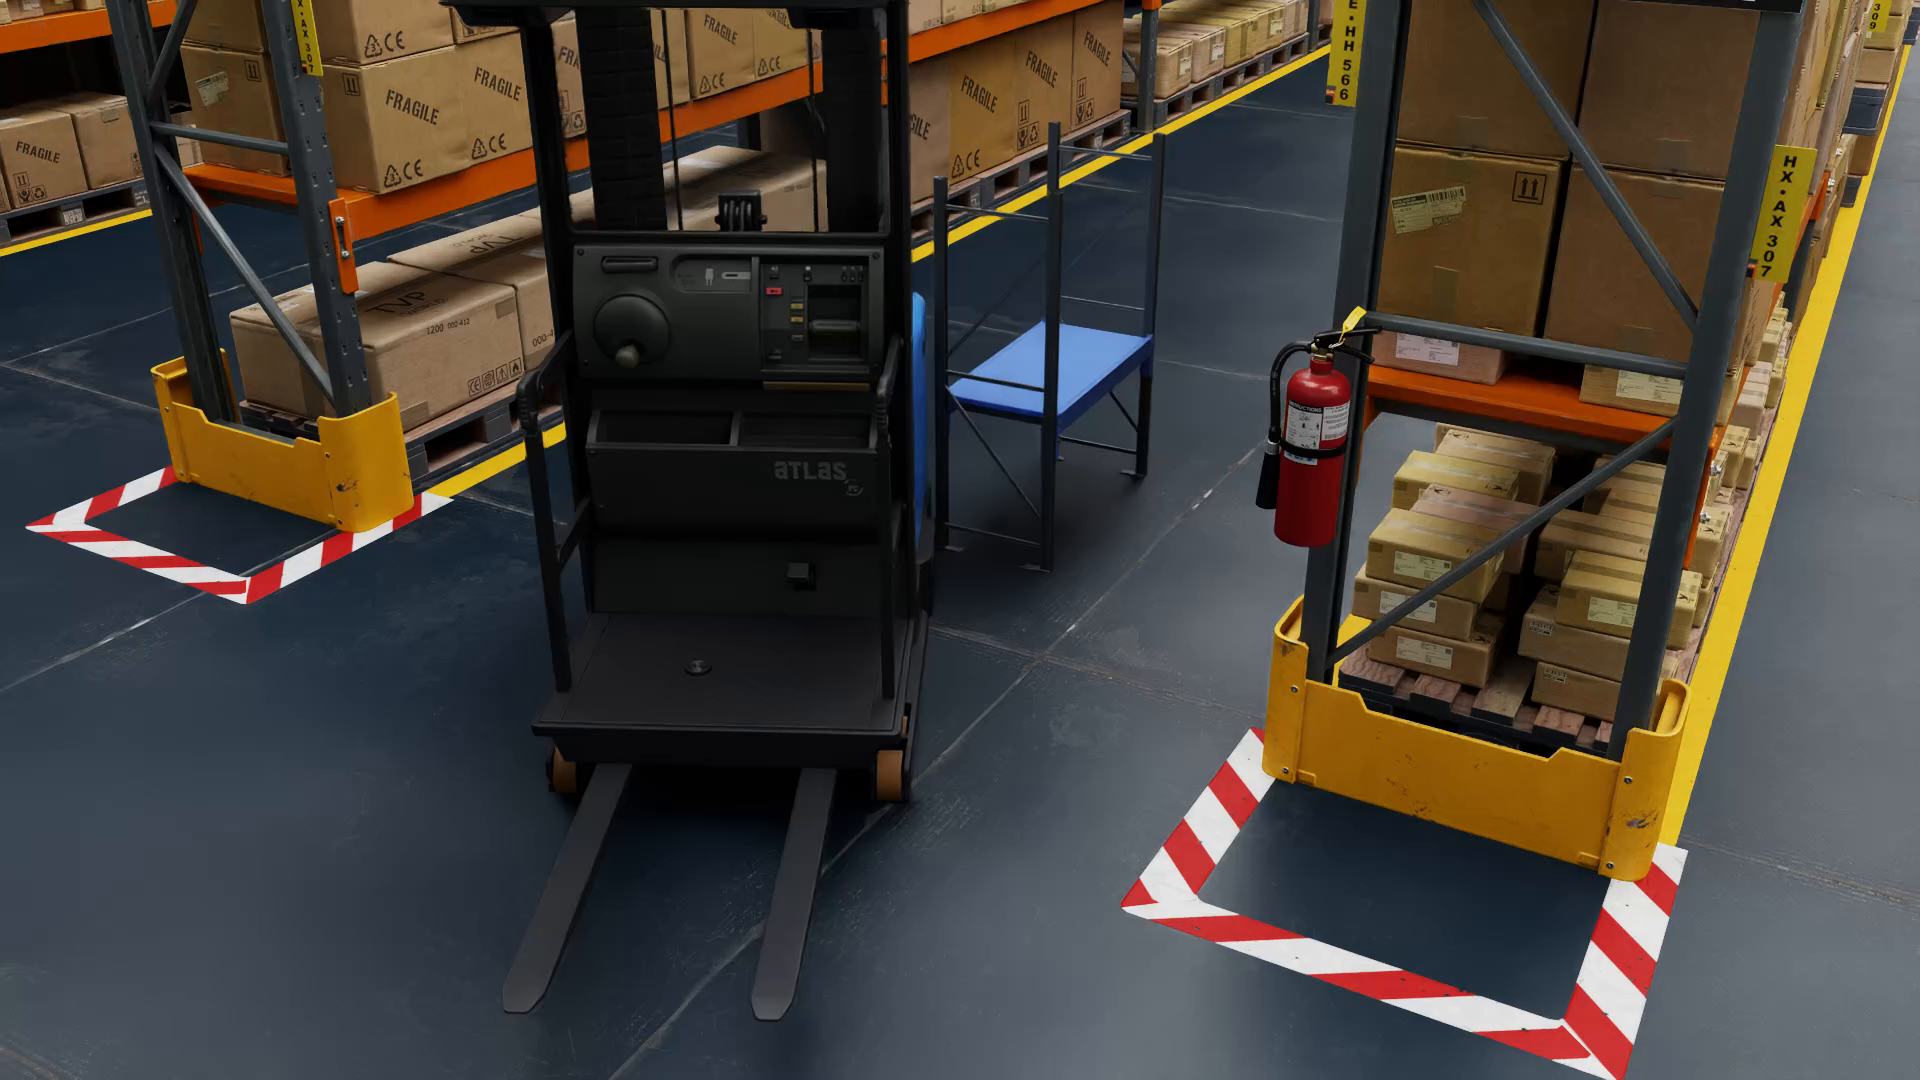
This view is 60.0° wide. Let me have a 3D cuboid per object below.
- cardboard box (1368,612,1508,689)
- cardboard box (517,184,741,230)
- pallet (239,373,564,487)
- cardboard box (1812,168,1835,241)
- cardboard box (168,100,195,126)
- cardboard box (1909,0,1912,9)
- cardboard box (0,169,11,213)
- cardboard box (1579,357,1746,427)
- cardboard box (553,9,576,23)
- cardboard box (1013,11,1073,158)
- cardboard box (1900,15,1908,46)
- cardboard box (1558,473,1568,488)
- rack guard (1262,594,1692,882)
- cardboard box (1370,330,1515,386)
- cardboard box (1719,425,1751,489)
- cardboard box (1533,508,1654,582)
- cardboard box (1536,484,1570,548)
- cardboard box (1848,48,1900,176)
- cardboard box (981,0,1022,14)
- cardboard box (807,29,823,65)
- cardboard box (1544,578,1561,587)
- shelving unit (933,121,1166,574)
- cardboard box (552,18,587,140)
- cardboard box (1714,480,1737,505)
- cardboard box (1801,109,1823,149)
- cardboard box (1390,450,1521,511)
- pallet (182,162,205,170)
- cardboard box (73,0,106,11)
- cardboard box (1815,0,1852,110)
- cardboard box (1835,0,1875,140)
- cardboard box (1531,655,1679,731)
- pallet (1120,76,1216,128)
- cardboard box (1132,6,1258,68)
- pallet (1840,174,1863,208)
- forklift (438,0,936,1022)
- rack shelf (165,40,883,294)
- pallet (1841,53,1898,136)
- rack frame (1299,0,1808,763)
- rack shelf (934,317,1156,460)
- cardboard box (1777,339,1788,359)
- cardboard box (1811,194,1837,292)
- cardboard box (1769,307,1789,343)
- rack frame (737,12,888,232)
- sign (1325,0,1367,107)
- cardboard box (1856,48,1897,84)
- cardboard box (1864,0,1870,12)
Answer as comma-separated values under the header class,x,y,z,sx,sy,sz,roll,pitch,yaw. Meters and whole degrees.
class,x,y,z,sx,sy,sz,roll,pitch,yaw
cardboard box,1.571,0.323,5.469,0.380,0.149,0.250,15,30,27
cardboard box,-1.740,-1.594,8.977,0.875,0.438,0.875,13,29,25
pallet,-2.540,-0.645,7.803,1.003,0.211,1.213,14,30,26
cardboard box,4.055,-1.707,8.294,0.500,0.250,0.500,13,29,24
cardboard box,-5.752,-2.994,11.914,0.500,0.311,0.500,15,30,28
cardboard box,4.566,-2.741,8.355,0.380,0.149,0.250,16,31,28
cardboard box,-6.351,-2.267,10.251,0.700,0.500,0.500,16,31,28
cardboard box,1.939,-0.454,4.587,0.380,0.149,0.250,14,30,26
cardboard box,-1.887,-2.585,7.334,0.500,0.500,0.500,14,30,26
cardboard box,0.215,-3.321,11.938,0.875,0.875,0.875,15,30,27
cardboard box,4.563,-2.602,8.408,0.380,0.149,0.250,13,29,24
cardboard box,2.147,-0.198,6.509,0.380,0.149,0.250,15,30,27
rack guard,1.531,0.576,5.042,1.175,0.500,0.348,14,30,26
cardboard box,1.408,-0.590,4.857,0.380,0.149,0.250,14,30,26
cardboard box,2.678,-0.338,6.126,0.380,0.149,0.250,15,30,27
cardboard box,2.078,0.045,5.360,0.380,0.149,0.250,15,30,27
cardboard box,1.981,-0.112,6.006,0.380,0.149,0.250,14,30,25
cardboard box,5.807,-3.030,11.495,1.050,0.750,0.750,14,30,25
cardboard box,0.068,-3.567,10.692,0.500,0.250,0.500,14,30,26
cardboard box,-0.903,-2.930,9.140,0.500,0.500,0.500,14,30,27
cardboard box,2.202,0.085,5.613,0.380,0.149,0.250,15,30,27
shelving unit,0.363,-0.797,6.666,0.538,1.500,1.048,13,29,24
cardboard box,-1.889,-2.129,7.541,0.500,0.500,0.500,14,30,26
cardboard box,2.780,-0.165,6.444,0.380,0.149,0.250,14,30,26
cardboard box,2.448,-1.207,5.366,0.500,0.500,0.500,15,30,27
cardboard box,1.724,-0.168,5.785,0.380,0.149,0.250,13,30,25
pallet,-5.560,-2.699,11.907,1.003,0.211,1.213,14,30,26
cardboard box,-5.628,-3.507,10.685,0.380,0.149,0.250,14,30,25
cardboard box,2.464,-1.650,5.134,0.500,0.500,0.500,13,30,25
cardboard box,3.470,-1.998,6.947,0.500,0.500,0.500,14,30,26
cardboard box,2.030,0.441,5.234,0.380,0.149,0.250,15,30,27
pallet,1.456,-3.738,13.982,1.003,0.211,1.213,14,30,26
cardboard box,2.091,-4.495,14.846,0.950,0.372,0.625,15,30,28
pallet,5.883,-2.674,11.856,1.003,0.211,1.213,14,30,26
forklift,-0.697,-0.650,4.773,1.130,2.935,3.031,1,27,2
rack shelf,-1.882,-2.021,8.240,1.077,0.370,4.000,14,30,26
pallet,3.964,-2.252,8.111,1.003,0.211,1.213,14,30,26
rack frame,1.494,-0.513,4.423,1.000,3.000,0.127,14,30,26
rack shelf,0.363,-0.636,6.747,0.538,0.185,1.000,13,29,24
cardboard box,3.461,-0.817,7.414,0.380,0.149,0.250,13,29,24
cardboard box,4.315,-1.578,8.874,0.500,0.500,0.500,16,31,28
cardboard box,3.422,-0.946,7.340,0.380,0.149,0.250,15,30,27
rack frame,-0.898,-3.122,9.636,1.000,3.000,0.127,14,30,26
sign,1.020,-1.302,4.353,0.100,0.325,0.005,14,30,26
cardboard box,4.056,-2.199,7.604,0.380,0.149,0.250,13,29,24
cardboard box,3.466,-2.454,6.739,0.500,0.500,0.500,13,29,24
